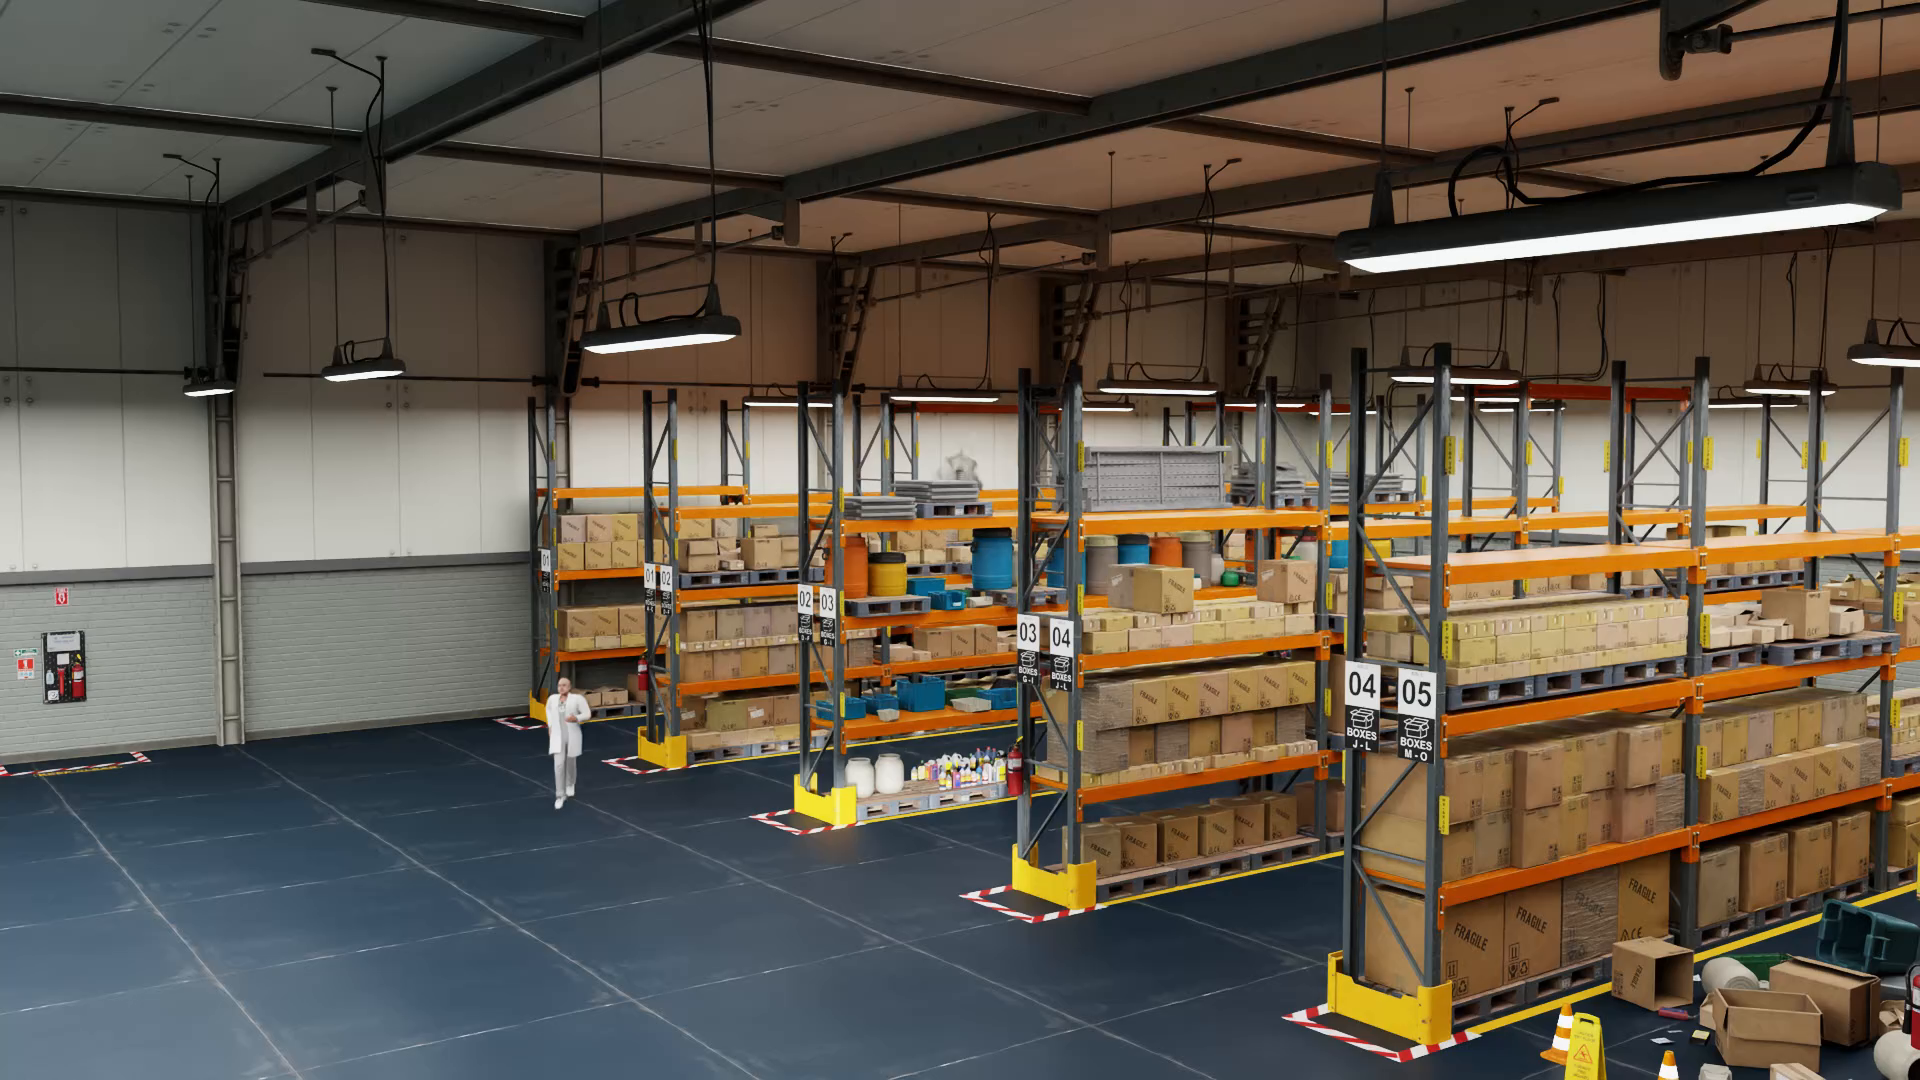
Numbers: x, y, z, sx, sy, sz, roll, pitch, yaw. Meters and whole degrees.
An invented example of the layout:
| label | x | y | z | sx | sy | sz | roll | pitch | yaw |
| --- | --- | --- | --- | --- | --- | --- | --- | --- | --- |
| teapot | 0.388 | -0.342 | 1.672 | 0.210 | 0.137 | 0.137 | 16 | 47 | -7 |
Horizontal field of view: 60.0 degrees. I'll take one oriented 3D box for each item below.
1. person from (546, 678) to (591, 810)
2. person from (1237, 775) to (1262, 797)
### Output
| label | x | y | z | sx | sy | sz | roll | pitch | yaw |
| --- | --- | --- | --- | --- | --- | --- | --- | --- | --- |
| person | -5.610 | 2.865 | 23.795 | 0.679 | 1.817 | 0.974 | 0 | 3 | -5 |
| person | 4.131 | 2.898 | 23.788 | 0.644 | 1.699 | 0.642 | 2 | 4 | 36 |
